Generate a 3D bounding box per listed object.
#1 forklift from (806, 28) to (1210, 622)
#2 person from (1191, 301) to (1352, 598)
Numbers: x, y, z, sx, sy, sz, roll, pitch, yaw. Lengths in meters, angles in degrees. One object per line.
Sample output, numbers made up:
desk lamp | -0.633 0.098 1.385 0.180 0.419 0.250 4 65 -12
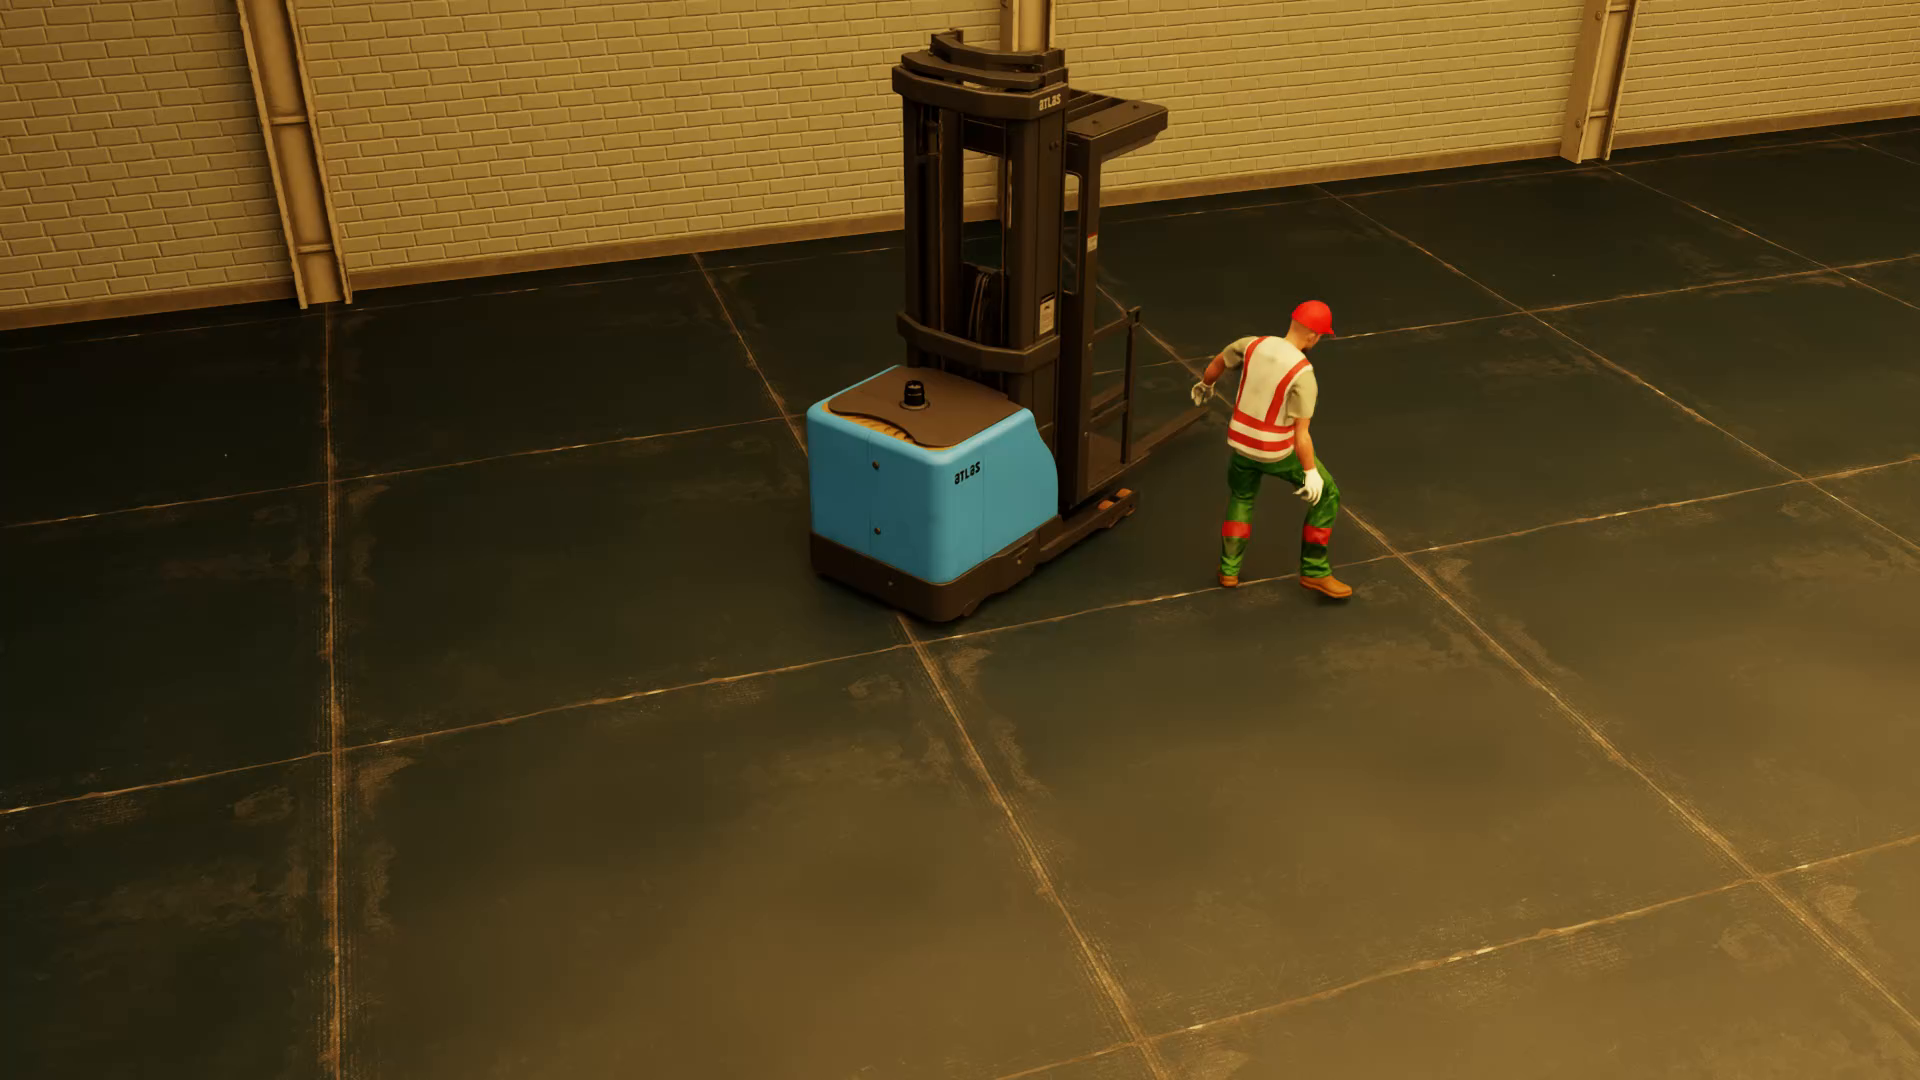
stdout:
forklift | 0.457 -1.486 9.670 1.130 2.935 3.031 22 37 33
person | 1.721 -0.532 9.281 0.542 1.706 1.140 -24 38 -35
